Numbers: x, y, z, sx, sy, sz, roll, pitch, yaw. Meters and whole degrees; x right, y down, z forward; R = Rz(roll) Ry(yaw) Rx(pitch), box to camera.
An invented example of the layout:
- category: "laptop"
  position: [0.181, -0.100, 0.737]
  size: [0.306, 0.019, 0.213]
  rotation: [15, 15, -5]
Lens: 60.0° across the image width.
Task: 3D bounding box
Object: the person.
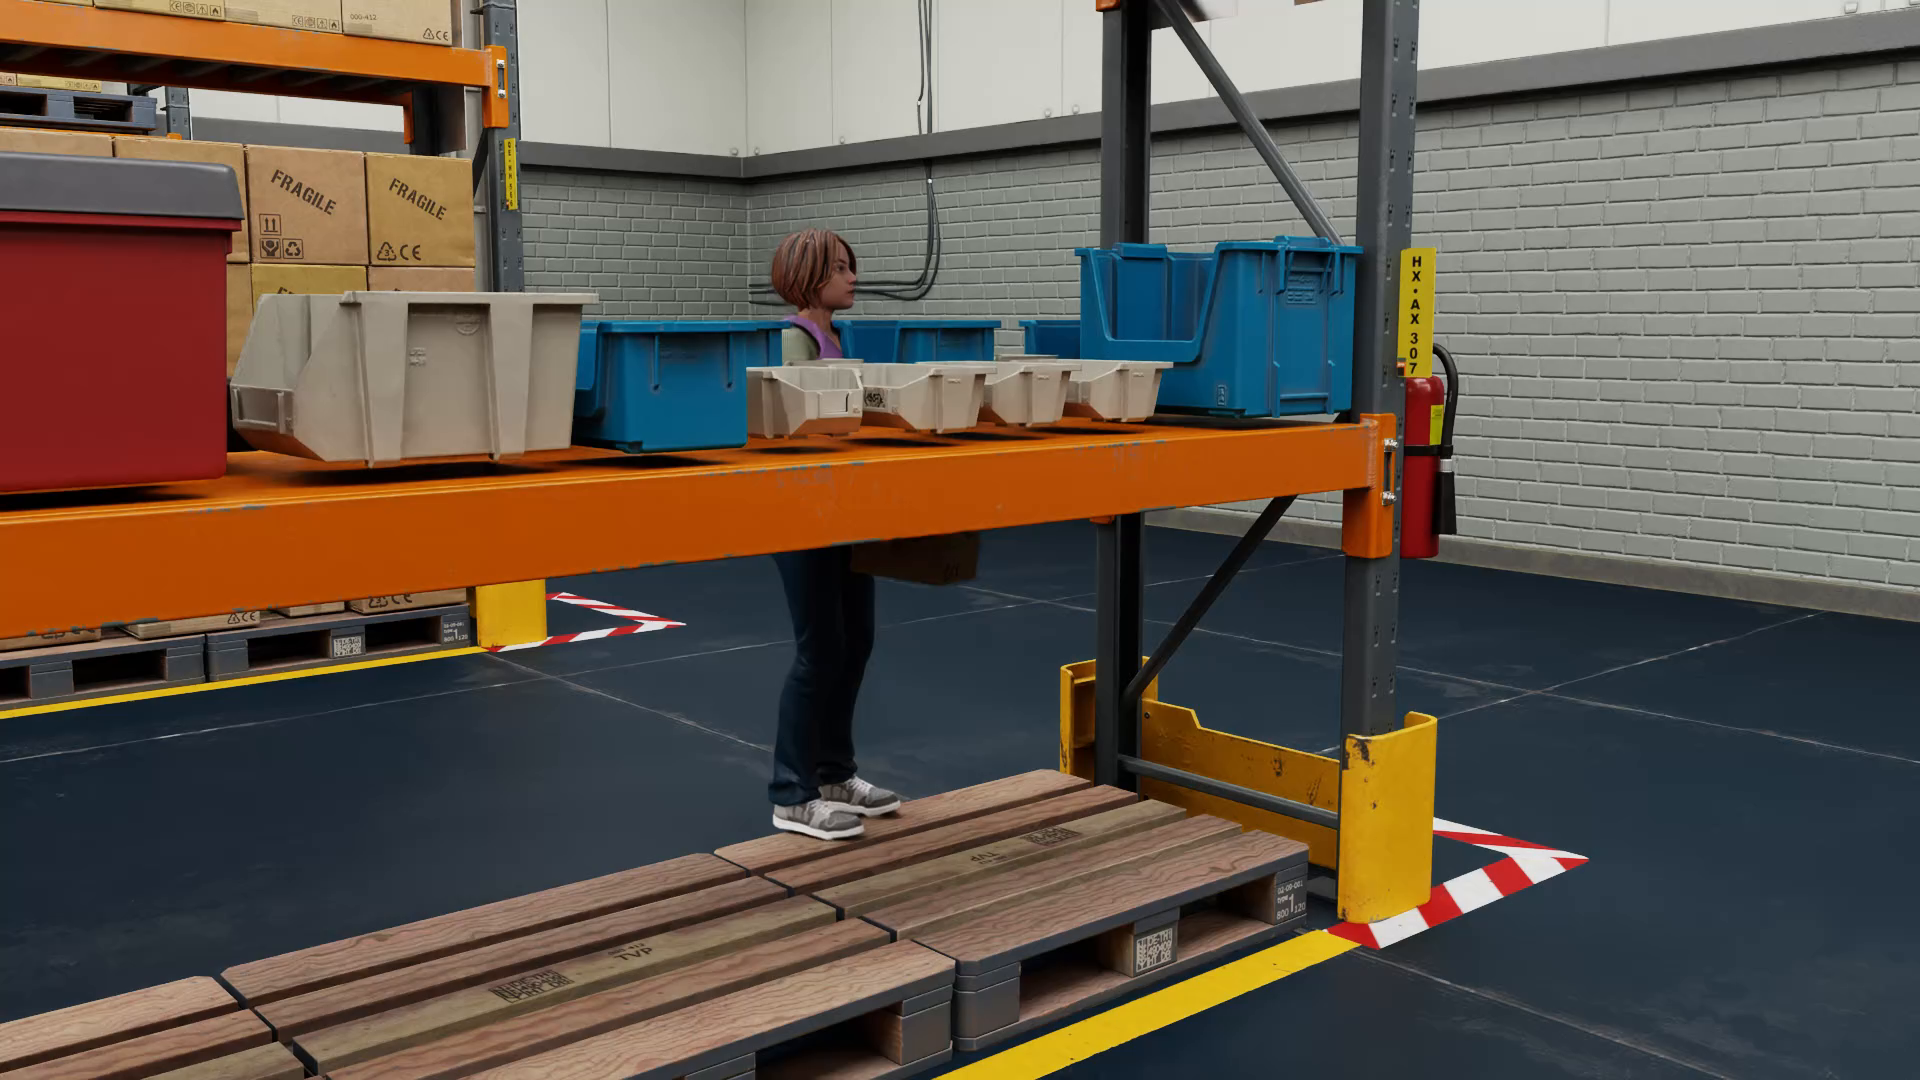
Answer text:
- category: "person"
  position: [-0.280, -0.022, 4.411]
  size: [0.490, 1.596, 0.425]
  rotation: [3, 8, 21]
